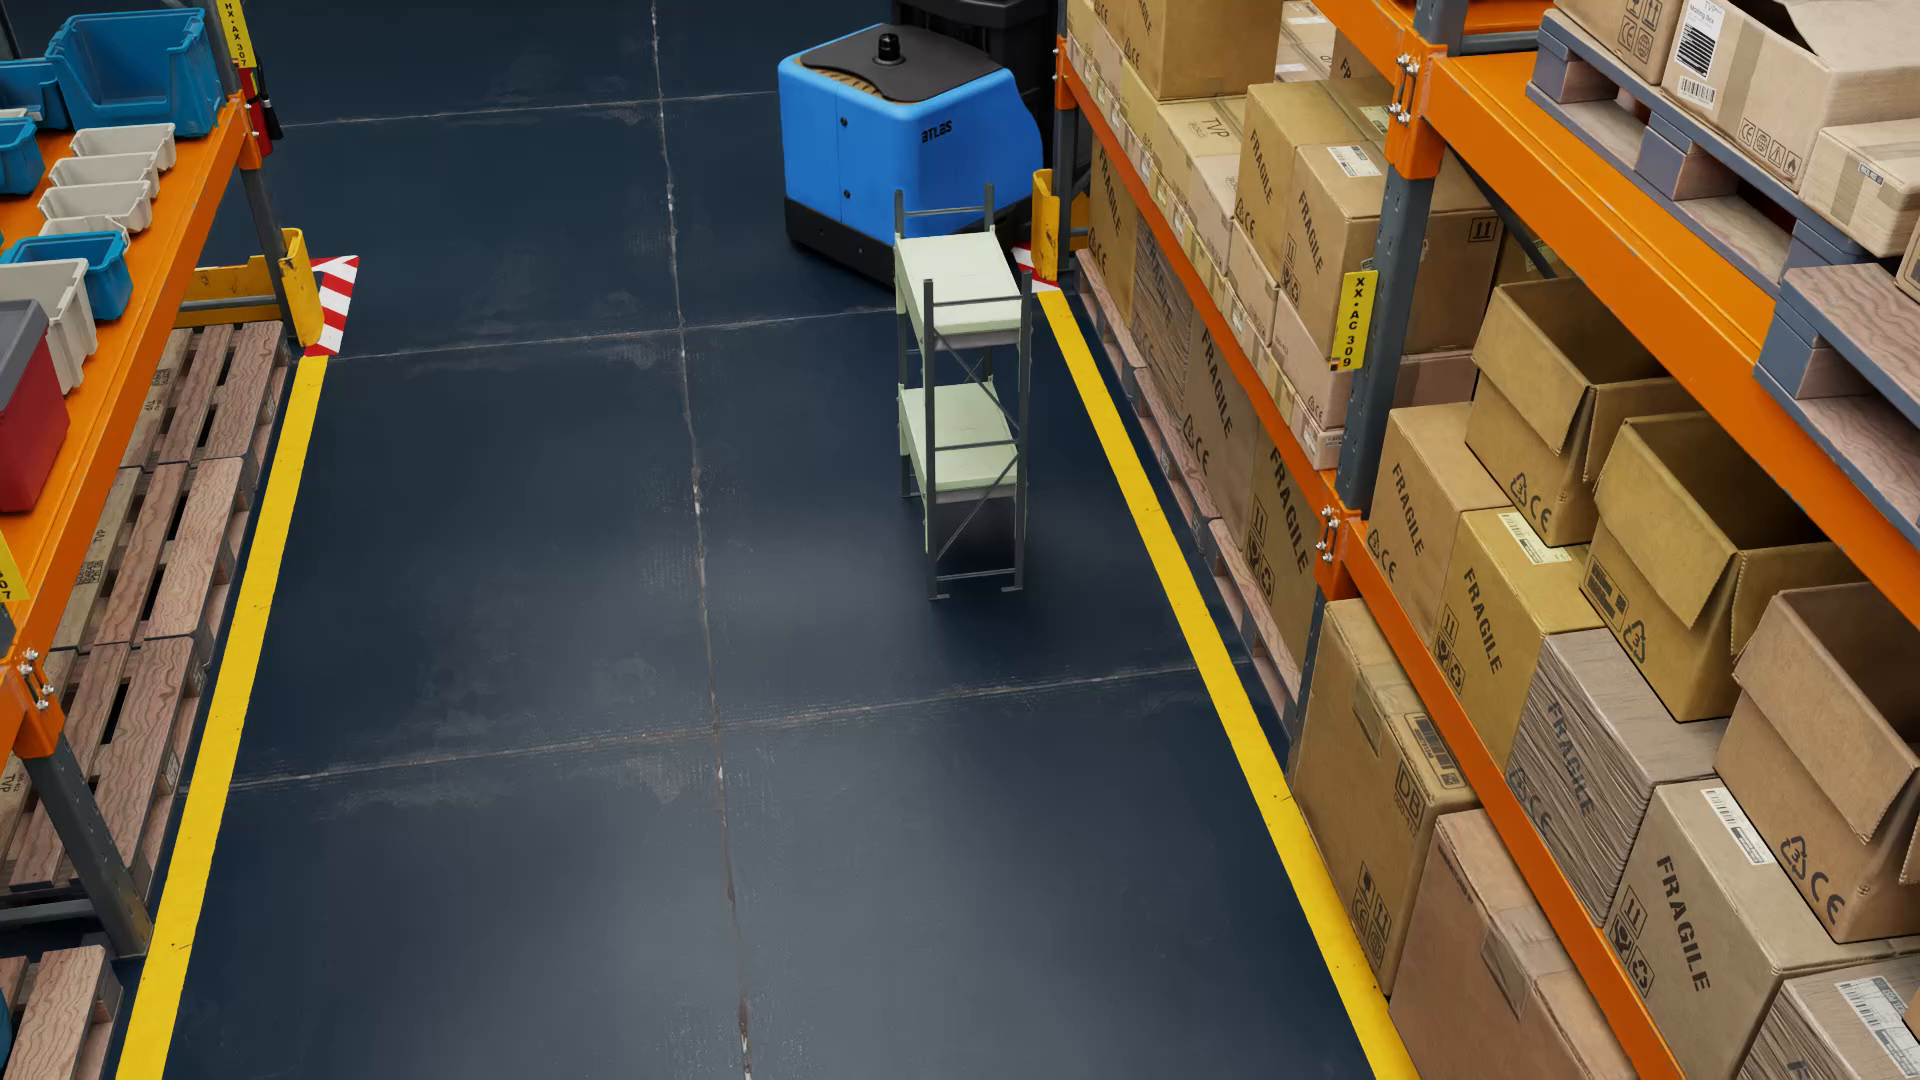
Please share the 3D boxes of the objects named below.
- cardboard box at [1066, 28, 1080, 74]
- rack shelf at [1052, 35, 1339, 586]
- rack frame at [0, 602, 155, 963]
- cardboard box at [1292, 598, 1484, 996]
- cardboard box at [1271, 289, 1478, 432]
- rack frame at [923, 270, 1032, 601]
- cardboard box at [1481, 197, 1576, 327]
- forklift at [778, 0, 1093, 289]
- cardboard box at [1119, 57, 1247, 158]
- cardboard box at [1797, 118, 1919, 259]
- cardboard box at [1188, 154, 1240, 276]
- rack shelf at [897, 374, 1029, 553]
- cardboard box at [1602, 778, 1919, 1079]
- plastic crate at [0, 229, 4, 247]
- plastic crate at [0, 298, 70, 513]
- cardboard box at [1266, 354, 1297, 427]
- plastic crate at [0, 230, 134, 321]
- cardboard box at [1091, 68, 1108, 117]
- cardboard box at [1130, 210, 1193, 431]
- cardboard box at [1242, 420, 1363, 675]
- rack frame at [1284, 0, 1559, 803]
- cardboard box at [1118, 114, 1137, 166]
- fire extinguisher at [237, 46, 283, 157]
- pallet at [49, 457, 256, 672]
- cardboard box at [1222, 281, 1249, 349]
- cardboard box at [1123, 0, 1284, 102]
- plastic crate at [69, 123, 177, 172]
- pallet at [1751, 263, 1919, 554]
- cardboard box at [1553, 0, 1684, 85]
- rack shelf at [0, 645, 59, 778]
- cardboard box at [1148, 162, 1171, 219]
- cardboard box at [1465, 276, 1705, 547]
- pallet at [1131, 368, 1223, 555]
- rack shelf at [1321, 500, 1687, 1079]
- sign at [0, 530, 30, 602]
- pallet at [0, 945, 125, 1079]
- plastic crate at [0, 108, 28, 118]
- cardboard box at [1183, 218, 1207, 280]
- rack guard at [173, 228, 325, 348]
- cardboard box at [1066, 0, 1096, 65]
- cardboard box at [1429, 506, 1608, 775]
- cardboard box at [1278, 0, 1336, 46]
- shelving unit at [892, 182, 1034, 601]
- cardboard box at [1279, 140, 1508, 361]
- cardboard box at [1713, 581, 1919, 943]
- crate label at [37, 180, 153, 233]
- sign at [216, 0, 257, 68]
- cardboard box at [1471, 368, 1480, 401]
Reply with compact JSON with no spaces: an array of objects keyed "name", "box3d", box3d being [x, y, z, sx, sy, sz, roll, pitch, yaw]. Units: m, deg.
[{"name":"cardboard box","box3d":[0.731,-2.392,8.089,0.380,0.149,0.250,-6,38,-7]},{"name":"rack shelf","box3d":[1.344,-1.249,6.999,1.077,0.370,4.000,-6,38,-8]},{"name":"rack frame","box3d":[-3.181,0.208,4.538,1.000,3.000,0.127,-6,38,-8]},{"name":"cardboard box","box3d":[1.827,0.733,5.252,1.225,0.875,0.875,-6,38,-8]},{"name":"cardboard box","box3d":[1.359,-0.622,5.485,0.500,0.250,0.500,-7,38,-9]},{"name":"rack frame","box3d":[0.065,-0.367,6.500,0.400,1.500,0.023,-6,38,-8]},{"name":"cardboard box","box3d":[1.863,-0.996,5.356,0.500,0.500,0.500,-6,38,-8]},{"name":"forklift","box3d":[0.406,-3.284,9.088,1.130,2.935,3.031,31,47,33]},{"name":"cardboard box","box3d":[0.994,-1.863,7.083,0.500,0.250,0.500,-7,38,-9]},{"name":"cardboard box","box3d":[1.808,-0.661,3.073,0.380,0.149,0.250,-8,39,-10]},{"name":"cardboard box","box3d":[1.176,-1.242,6.284,0.500,0.250,0.500,-5,38,-7]},{"name":"rack shelf","box3d":[0.001,-0.331,6.985,0.431,0.370,0.720,-6,38,-8]},{"name":"cardboard box","box3d":[1.802,0.858,3.620,0.500,0.500,0.500,-6,38,-7]},{"name":"plastic crate","box3d":[-3.932,-1.186,6.419,0.416,0.233,0.300,-6,38,-8]},{"name":"plastic crate","box3d":[-3.091,-0.408,5.229,0.402,0.464,0.583,-6,38,-8]},{"name":"cardboard box","box3d":[1.274,-0.531,5.693,0.380,0.149,0.250,-6,38,-7]},{"name":"plastic crate","box3d":[-3.270,-0.953,6.119,0.416,0.233,0.300,-6,38,-8]},{"name":"cardboard box","box3d":[0.823,-2.083,7.690,0.380,0.149,0.250,-7,38,-9]},{"name":"cardboard box","box3d":[1.344,-1.140,7.662,0.875,0.875,0.875,-6,38,-8]},{"name":"cardboard box","box3d":[1.658,-0.059,6.271,0.875,0.875,0.875,-6,38,-8]},{"name":"rack frame","box3d":[1.695,-0.325,5.223,1.000,3.000,0.127,-6,38,-8]},{"name":"cardboard box","box3d":[0.913,-1.771,7.290,0.380,0.149,0.250,-7,38,-9]},{"name":"fire extinguisher","box3d":[-3.461,-2.171,7.966,0.296,0.674,0.183,-6,38,-8]},{"name":"pallet","box3d":[-3.566,0.130,6.910,1.003,0.211,1.213,-6,38,-8]},{"name":"cardboard box","box3d":[1.184,-0.841,6.092,0.380,0.149,0.250,-6,38,-7]},{"name":"cardboard box","box3d":[0.997,-2.162,6.857,0.500,0.500,0.500,-7,38,-9]},{"name":"plastic crate","box3d":[-3.561,-1.655,7.101,0.396,0.136,0.243,-6,38,-8]},{"name":"pallet","box3d":[2.032,-0.077,2.614,1.003,0.211,1.213,-5,38,-6]},{"name":"cardboard box","box3d":[1.807,-1.366,3.694,0.700,0.500,0.500,-5,38,-7]},{"name":"rack shelf","box3d":[-2.831,1.700,3.203,1.077,0.370,4.000,-6,38,-8]},{"name":"cardboard box","box3d":[1.002,-1.463,6.893,0.380,0.149,0.250,-7,38,-9]},{"name":"cardboard box","box3d":[1.815,-0.376,4.390,0.797,0.503,0.637,-7,38,-9]},{"name":"pallet","box3d":[1.422,-0.430,7.631,1.003,0.211,1.213,-6,38,-8]},{"name":"rack shelf","box3d":[2.046,1.167,3.889,1.077,0.370,4.000,-6,38,-8]},{"name":"sign","box3d":[-2.639,0.040,4.527,0.100,0.325,0.005,-6,38,-8]},{"name":"pallet","box3d":[-3.087,1.779,4.788,1.003,0.211,1.213,-6,38,-8]},{"name":"plastic crate","box3d":[-4.189,-1.741,7.212,0.250,0.136,0.298,-6,38,-8]},{"name":"cardboard box","box3d":[1.093,-1.151,6.491,0.380,0.149,0.250,-7,38,-9]},{"name":"rack guard","box3d":[-3.899,-1.234,8.431,1.175,0.500,0.348,-6,38,-8]},{"name":"cardboard box","box3d":[0.812,-2.480,7.877,0.500,0.250,0.500,-7,38,-9]},{"name":"cardboard box","box3d":[1.619,0.244,4.410,0.500,0.500,0.500,-6,38,-8]},{"name":"cardboard box","box3d":[1.428,-2.229,7.554,0.500,0.250,0.500,-7,38,-9]},{"name":"shelving unit","box3d":[0.001,-0.588,6.785,0.431,1.500,0.755,-6,38,-8]},{"name":"cardboard box","box3d":[1.351,-0.928,5.268,0.500,0.500,0.500,-5,38,-7]},{"name":"cardboard box","box3d":[2.048,0.414,3.373,0.797,0.503,0.637,-5,38,-6]},{"name":"crate label","box3d":[-3.452,-1.313,6.661,0.396,0.136,0.243,-6,38,-8]},{"name":"sign","box3d":[-3.344,-2.342,7.686,0.100,0.325,0.005,-6,38,-8]},{"name":"cardboard box","box3d":[1.871,-0.695,5.580,0.500,0.250,0.500,-7,38,-9]}]
